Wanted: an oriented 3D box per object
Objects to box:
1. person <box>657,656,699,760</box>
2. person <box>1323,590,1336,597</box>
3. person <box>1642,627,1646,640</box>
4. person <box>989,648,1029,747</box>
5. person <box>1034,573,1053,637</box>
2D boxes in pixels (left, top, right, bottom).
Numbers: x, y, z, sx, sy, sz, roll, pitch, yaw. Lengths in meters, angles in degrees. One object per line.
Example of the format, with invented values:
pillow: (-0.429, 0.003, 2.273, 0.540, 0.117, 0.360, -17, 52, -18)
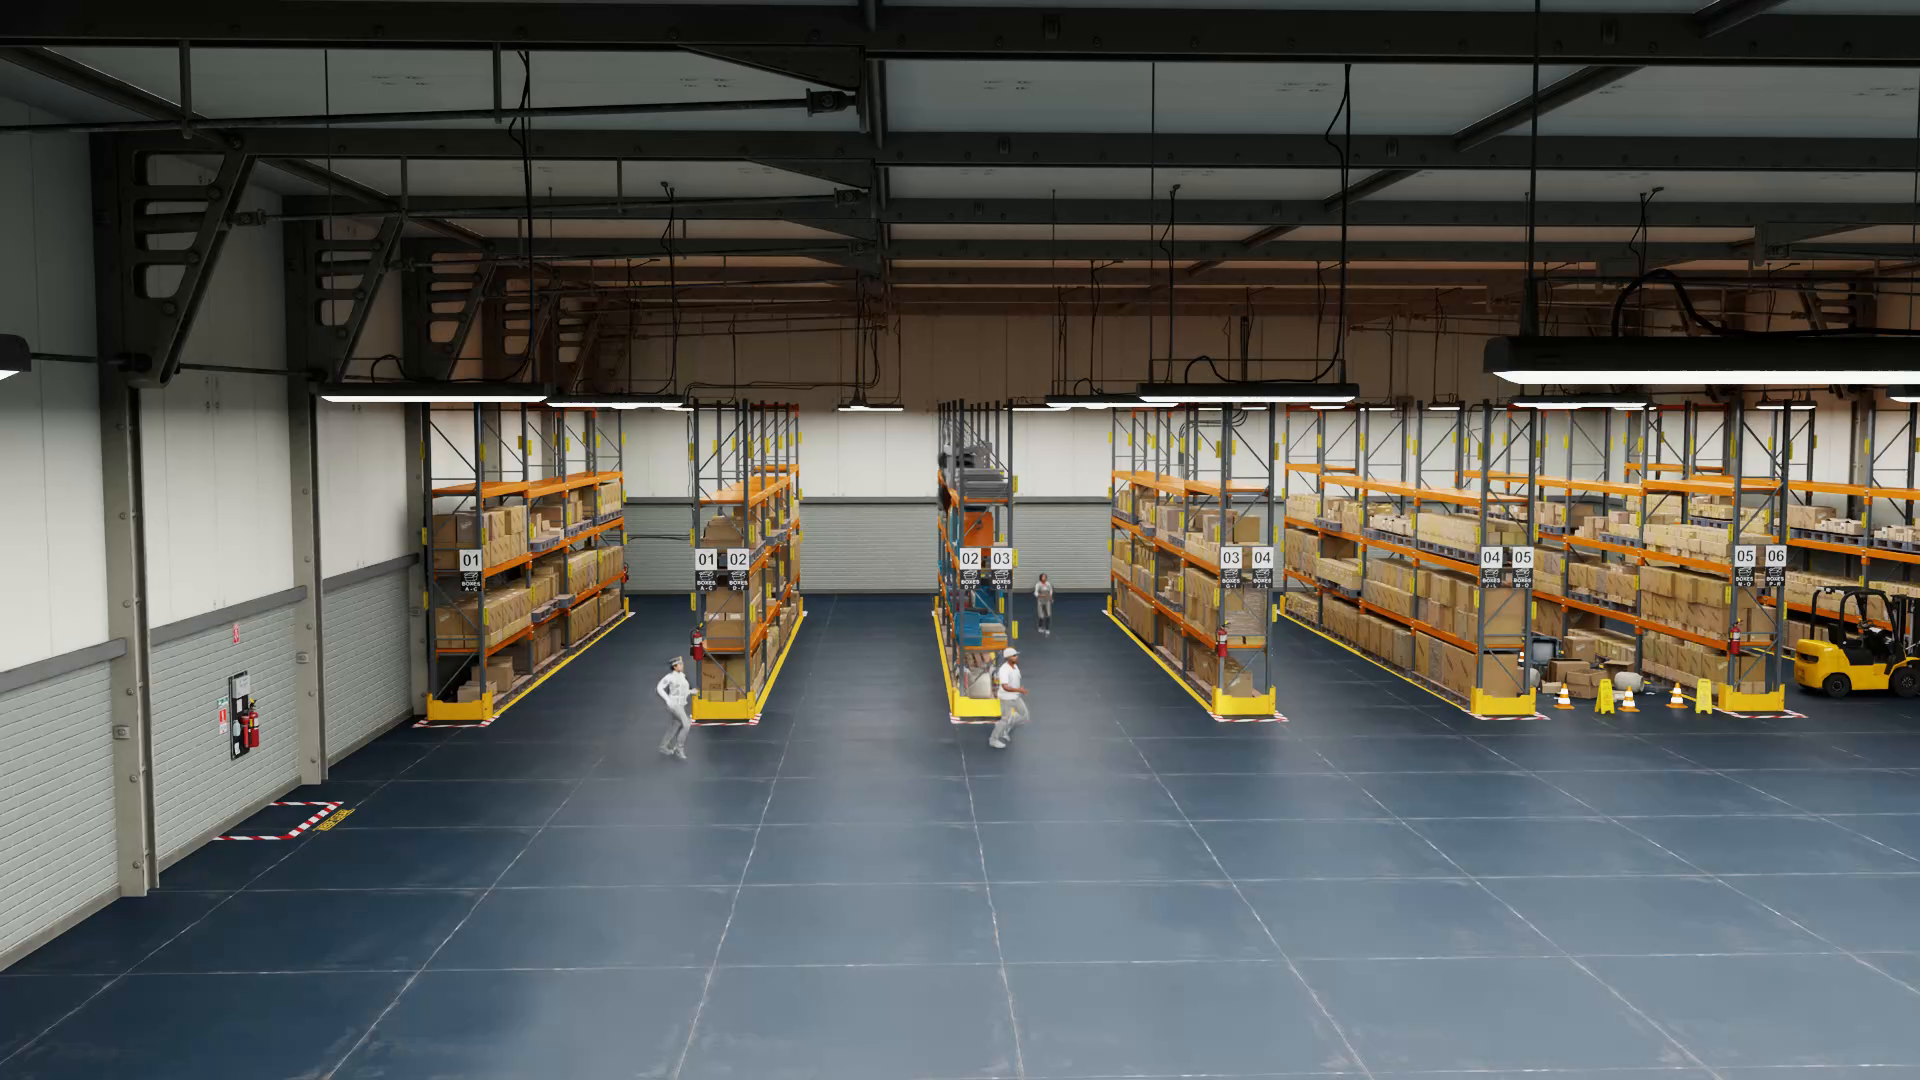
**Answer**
person: (-4.698, 2.791, 27.641, 0.723, 1.738, 0.589, 1, 5, 15)
person: (10.796, 1.236, 48.540, 0.636, 1.618, 0.531, -4, 6, -42)
person: (16.566, 1.879, 39.859, 0.549, 1.717, 0.793, -1, 4, -8)
person: (0.877, 2.690, 28.495, 0.751, 1.716, 0.723, 2, 5, 26)
person: (2.091, 1.614, 41.316, 0.509, 1.608, 0.665, -1, 4, -10)
